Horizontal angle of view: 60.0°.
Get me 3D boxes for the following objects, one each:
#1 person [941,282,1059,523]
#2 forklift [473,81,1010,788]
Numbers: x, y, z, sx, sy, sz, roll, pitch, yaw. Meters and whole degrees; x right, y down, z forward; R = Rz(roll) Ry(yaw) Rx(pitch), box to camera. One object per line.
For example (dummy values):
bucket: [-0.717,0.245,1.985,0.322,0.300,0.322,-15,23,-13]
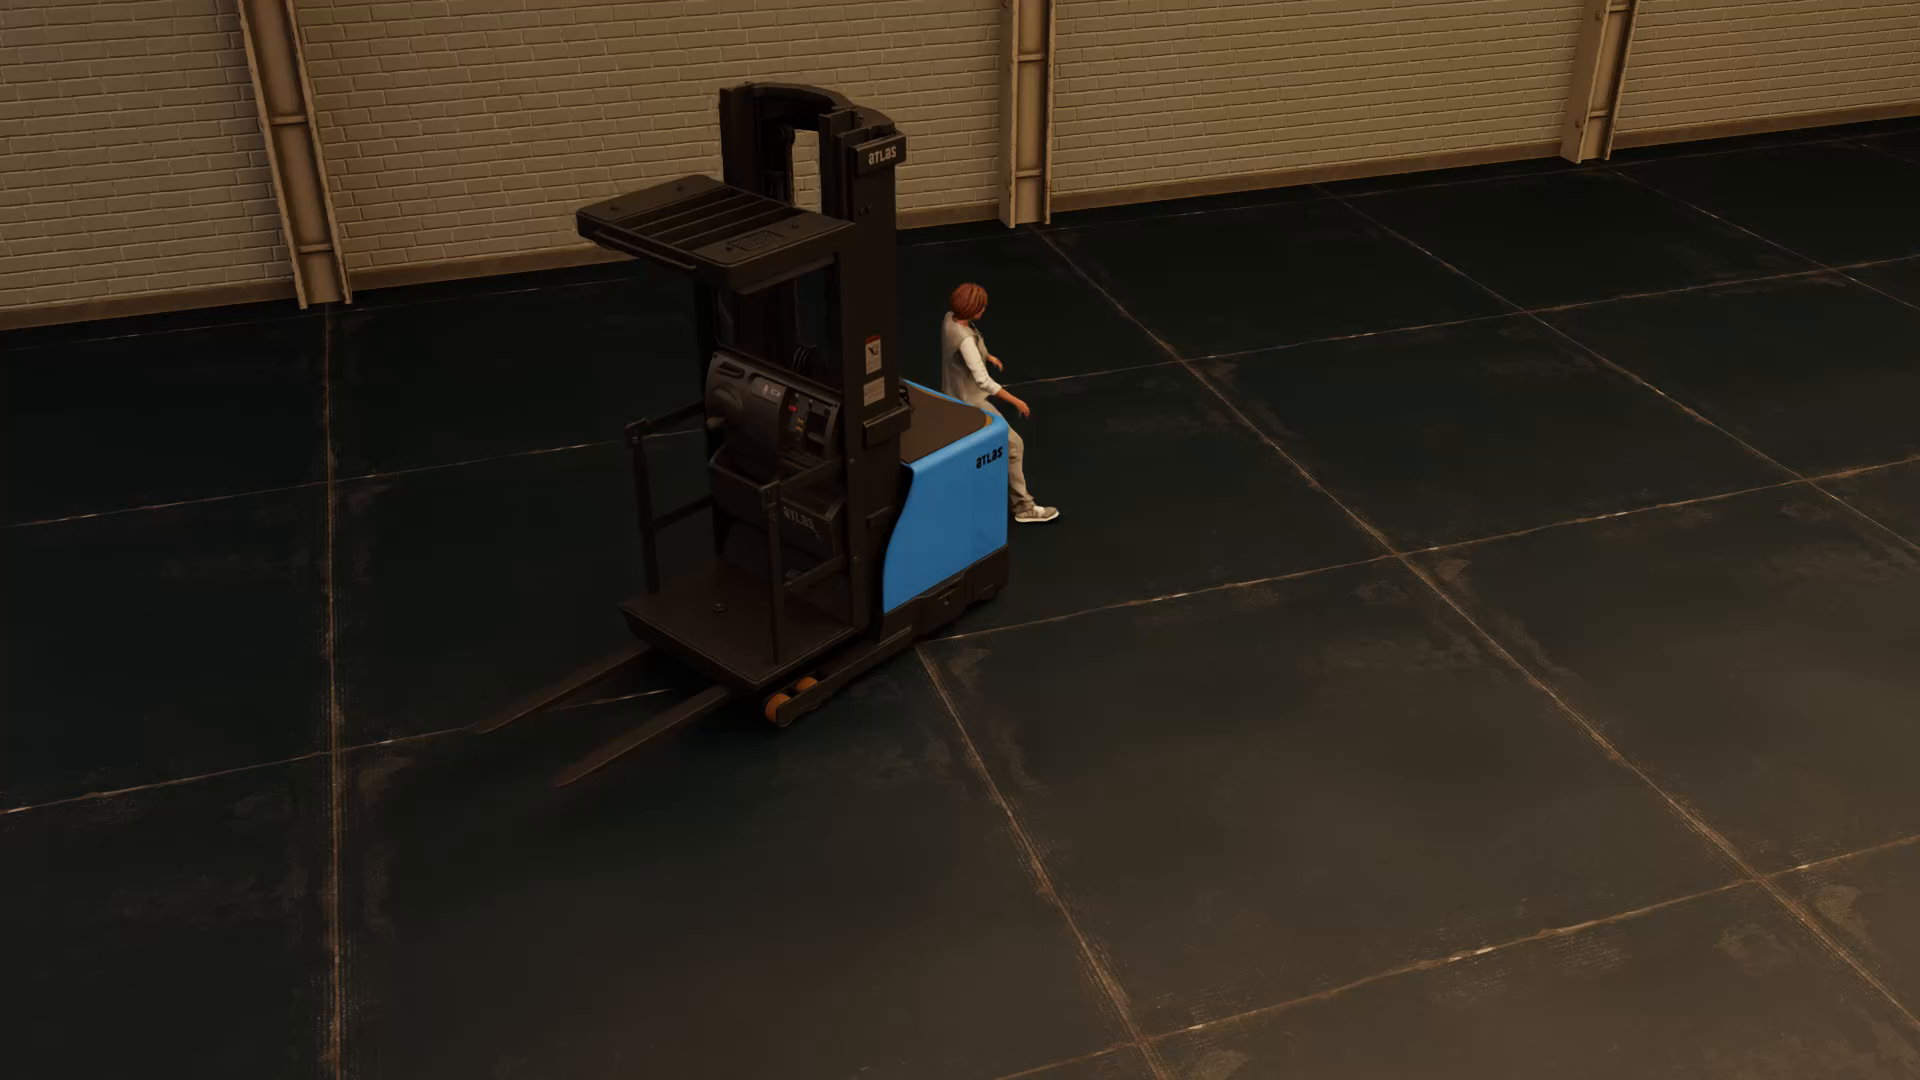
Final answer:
person: [0.195,-0.887,10.109,0.734,1.439,0.750,-4,30,-8]
forklift: [-1.081,-0.615,8.155,1.130,2.935,3.031,24,38,36]
